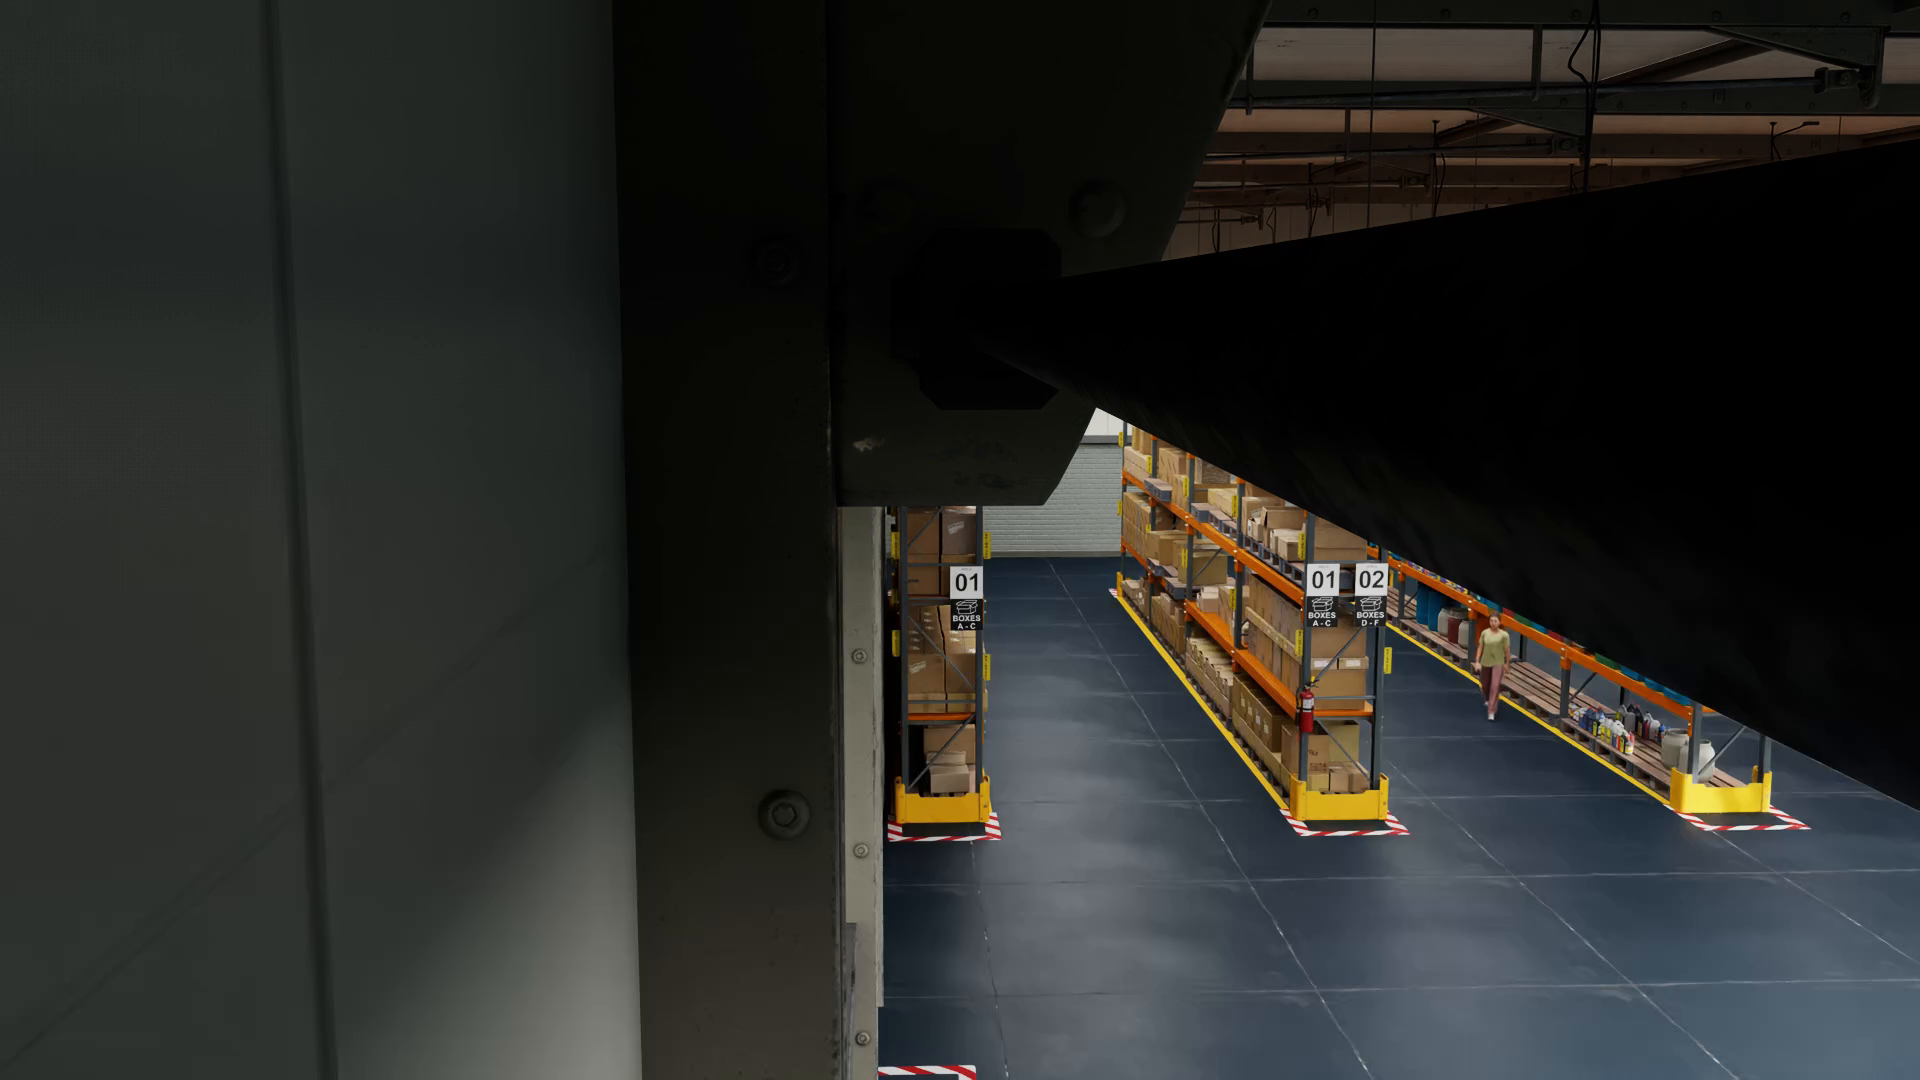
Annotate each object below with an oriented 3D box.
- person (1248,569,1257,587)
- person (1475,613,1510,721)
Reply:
[{"bbox_3d":[5.795,1.035,31.921,0.452,1.582,1.044,-1,8,-8],"label":"person"},{"bbox_3d":[8.237,1.914,25.700,0.487,1.615,1.066,4,9,25],"label":"person"}]
